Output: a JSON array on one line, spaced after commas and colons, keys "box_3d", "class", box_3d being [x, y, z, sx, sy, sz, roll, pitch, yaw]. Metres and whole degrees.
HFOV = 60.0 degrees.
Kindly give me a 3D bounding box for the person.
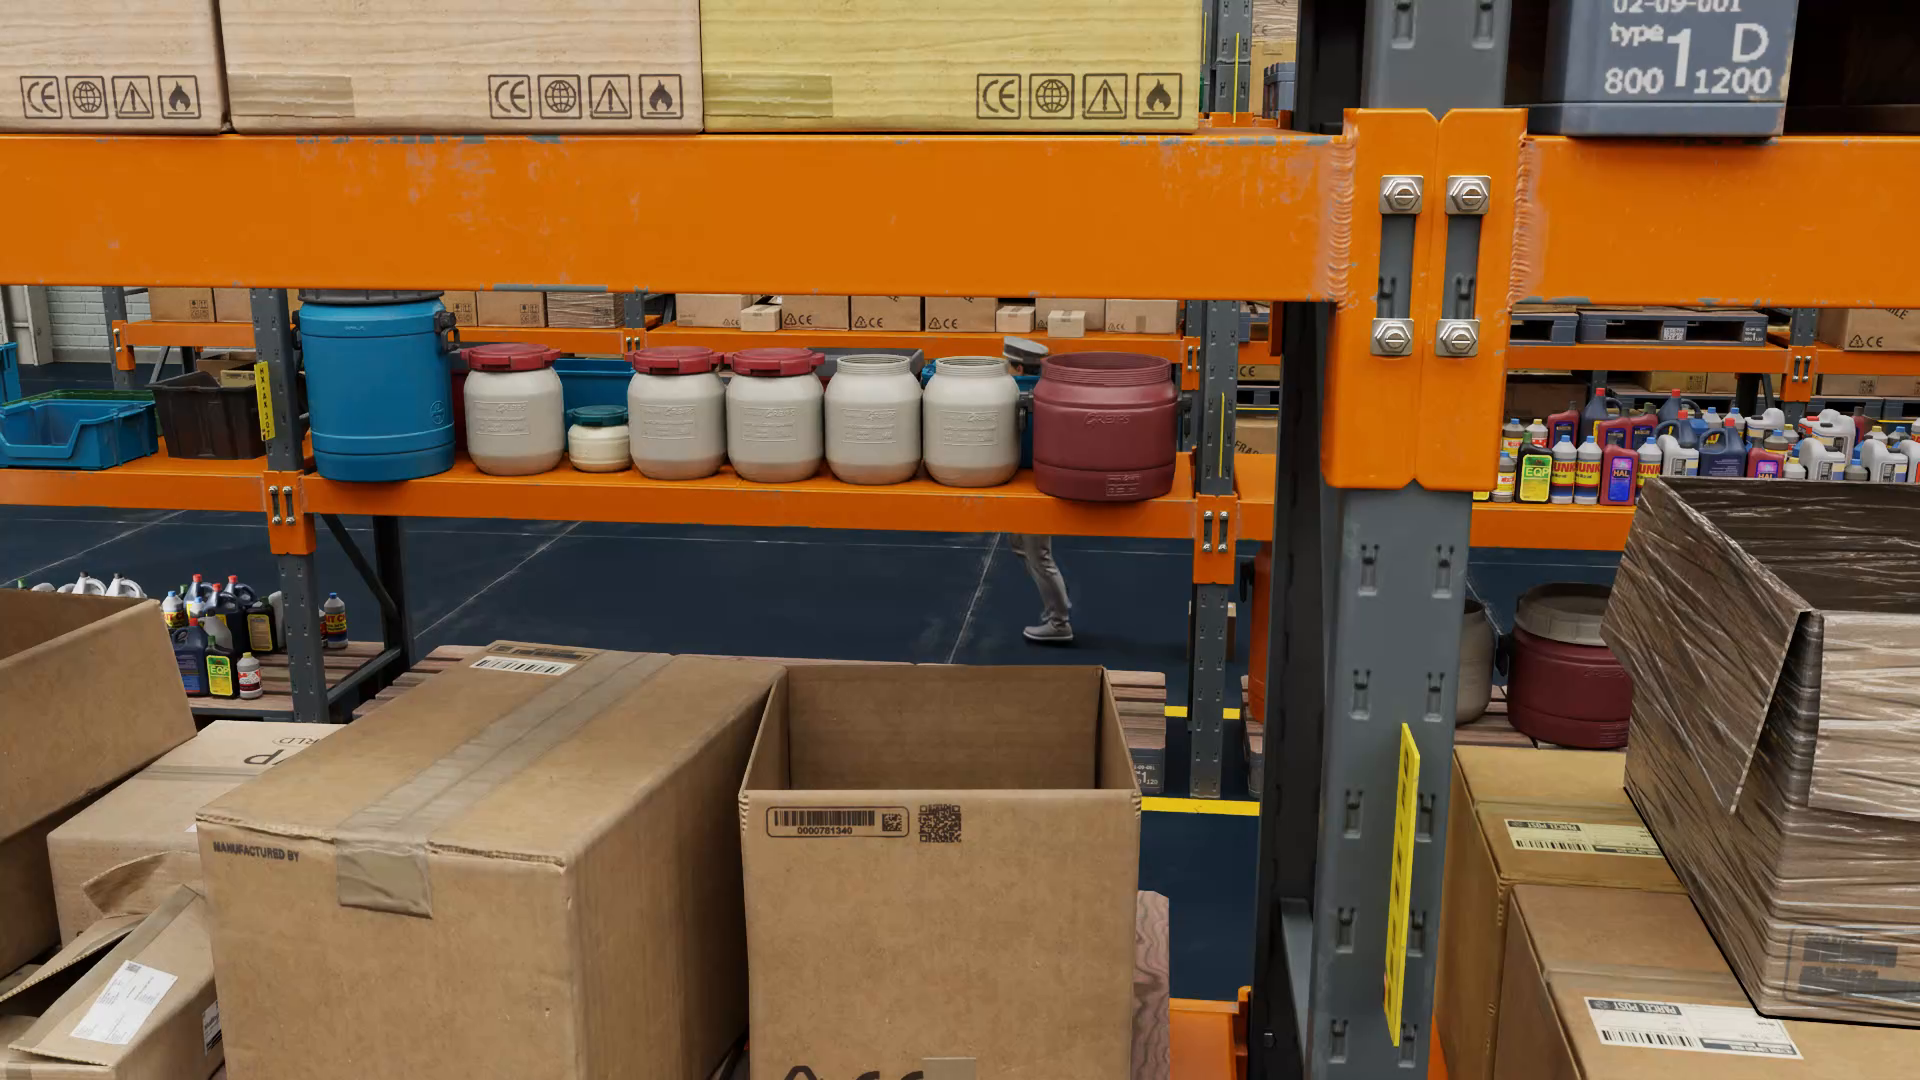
[{"box_3d": [0.350, -0.254, 8.977, 0.517, 1.695, 0.508, 6, 16, 22], "class": "person"}]
